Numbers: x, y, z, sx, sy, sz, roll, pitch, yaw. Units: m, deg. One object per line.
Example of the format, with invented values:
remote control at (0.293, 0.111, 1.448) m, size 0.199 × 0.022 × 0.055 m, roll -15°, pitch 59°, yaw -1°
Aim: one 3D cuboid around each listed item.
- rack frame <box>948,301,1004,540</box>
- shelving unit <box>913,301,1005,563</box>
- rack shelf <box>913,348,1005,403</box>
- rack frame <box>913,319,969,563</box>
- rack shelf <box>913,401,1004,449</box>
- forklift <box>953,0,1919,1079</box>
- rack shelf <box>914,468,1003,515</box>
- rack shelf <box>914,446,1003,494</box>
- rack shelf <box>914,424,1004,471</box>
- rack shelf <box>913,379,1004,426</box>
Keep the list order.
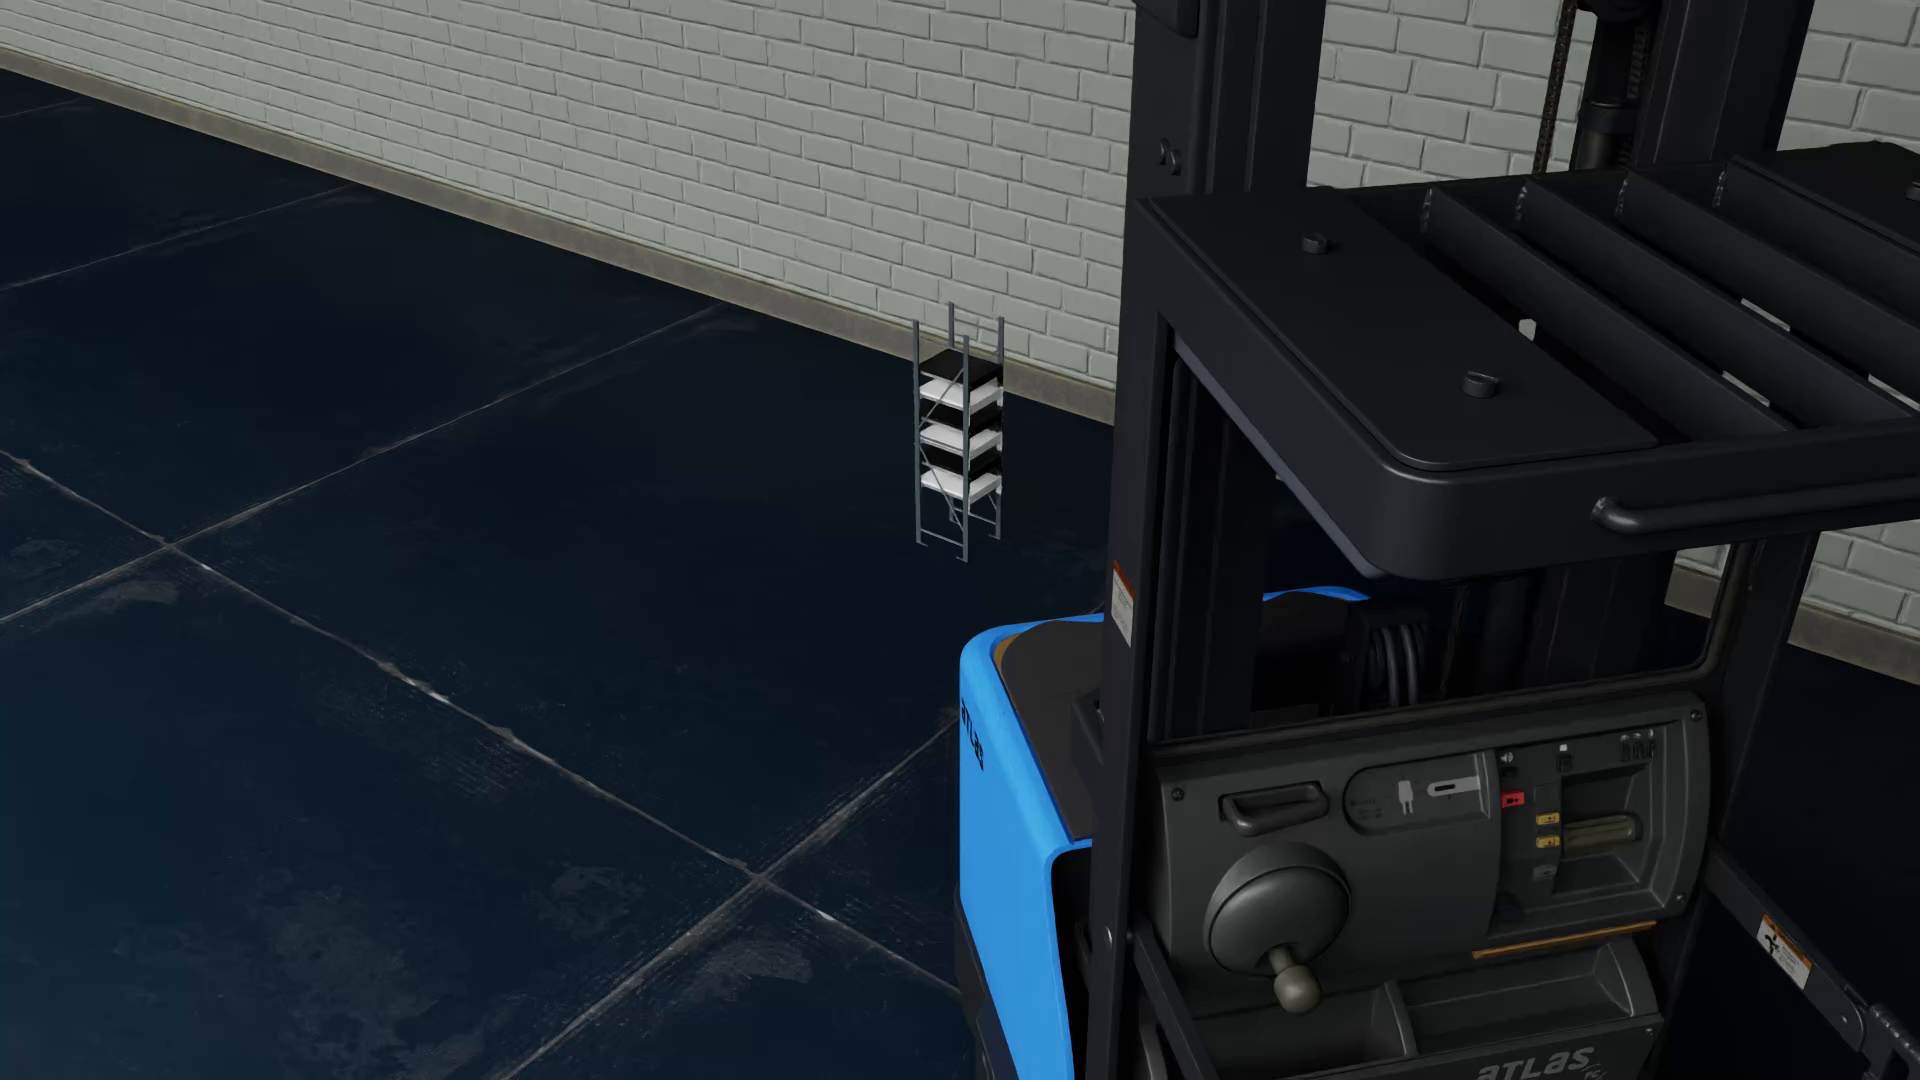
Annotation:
rack frame at (0.056, -0.425, 6.085) m, size 0.240 × 0.900 × 0.006 m, roll 21°, pitch 37°, yaw 31°
shelving unit at (-0.005, -0.384, 6.015) m, size 0.258 × 0.900 × 0.210 m, roll 21°, pitch 37°, yaw 31°
rack shelf at (-0.005, -0.587, 5.894) m, size 0.258 × 0.077 × 0.200 m, roll 21°, pitch 37°, yaw 31°
rack frame at (-0.066, -0.342, 5.945) m, size 0.240 × 0.900 × 0.006 m, roll 21°, pitch 37°, yaw 31°
rack shelf at (-0.005, -0.433, 5.986) m, size 0.258 × 0.077 × 0.200 m, roll 21°, pitch 37°, yaw 31°
forklift at (0.814, 0.543, 2.459) m, size 1.130 × 2.935 × 3.031 m, roll -7°, pitch 31°, yaw -11°
rack shelf at (-0.005, -0.200, 6.124) m, size 0.258 × 0.077 × 0.200 m, roll 21°, pitch 37°, yaw 31°
rack shelf at (-0.005, -0.278, 6.078) m, size 0.258 × 0.077 × 0.200 m, roll 21°, pitch 37°, yaw 31°
rack shelf at (-0.005, -0.355, 6.032) m, size 0.258 × 0.077 × 0.200 m, roll 21°, pitch 37°, yaw 31°
rack shelf at (-0.005, -0.510, 5.940) m, size 0.258 × 0.077 × 0.200 m, roll 21°, pitch 37°, yaw 31°
